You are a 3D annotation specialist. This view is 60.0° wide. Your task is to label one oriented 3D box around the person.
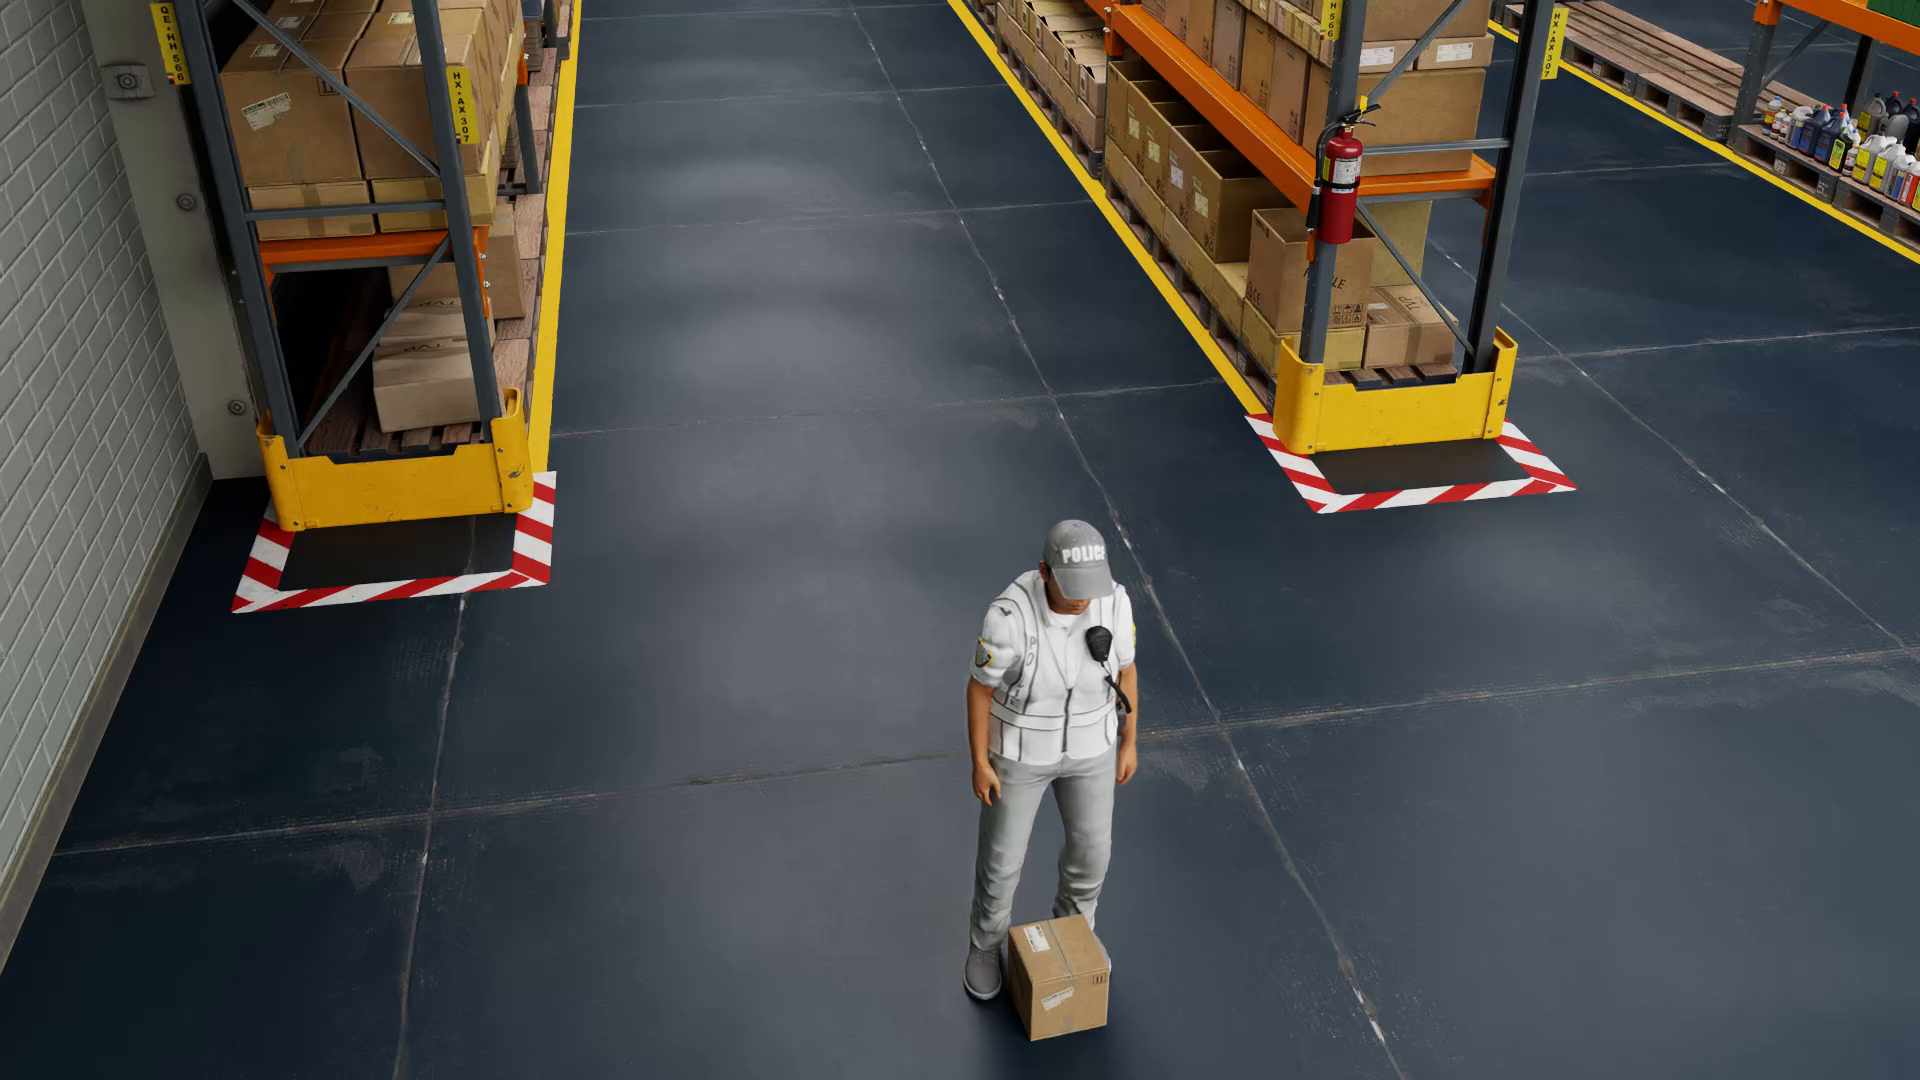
[{"bbox_3d":[0.272,0.651,5.035,0.564,1.667,0.461,-7,32,-11],"label":"person"}]
